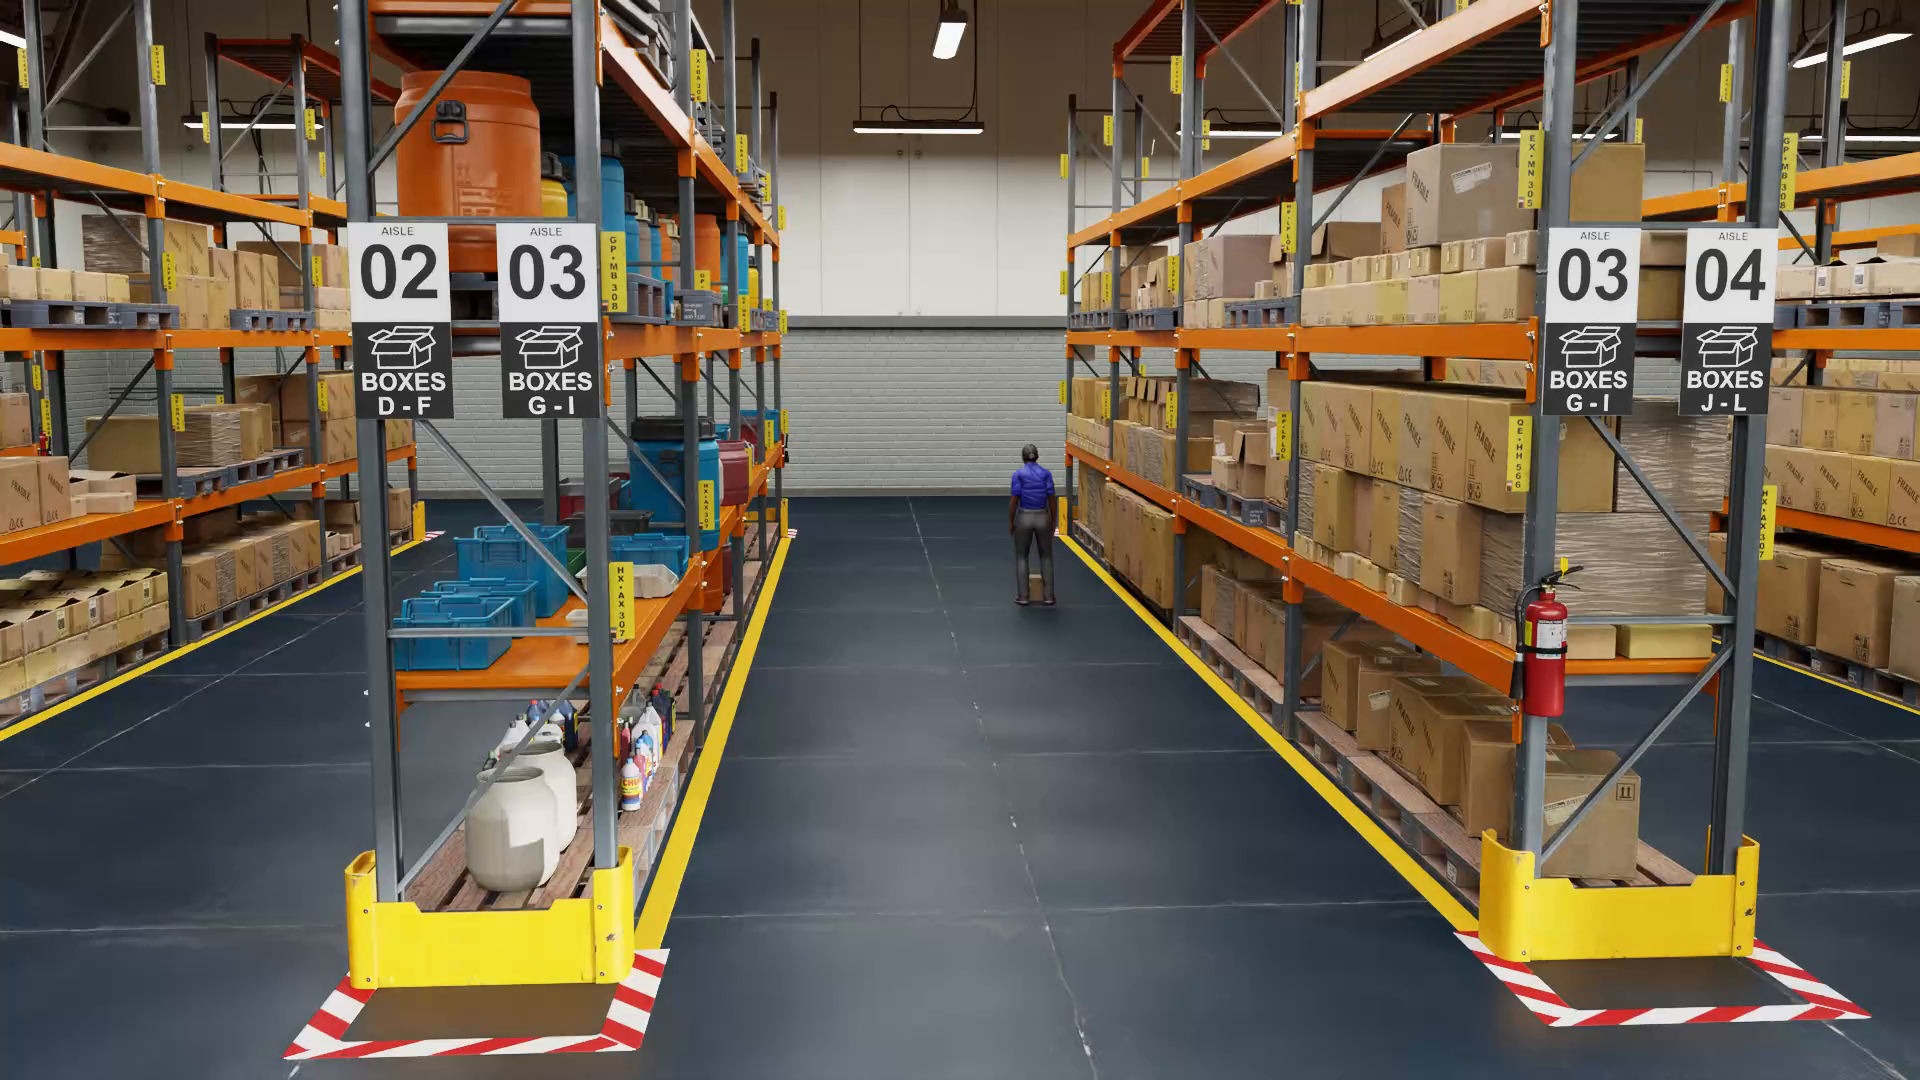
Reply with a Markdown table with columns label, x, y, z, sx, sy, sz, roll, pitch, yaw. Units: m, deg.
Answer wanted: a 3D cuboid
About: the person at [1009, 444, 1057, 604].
| label | x | y | z | sx | sy | sz | roll | pitch | yaw |
| --- | --- | --- | --- | --- | --- | --- | --- | --- | --- |
| person | 0.759 | -0.164 | 17.123 | 0.522 | 1.653 | 0.352 | -1 | 7 | -7 |
